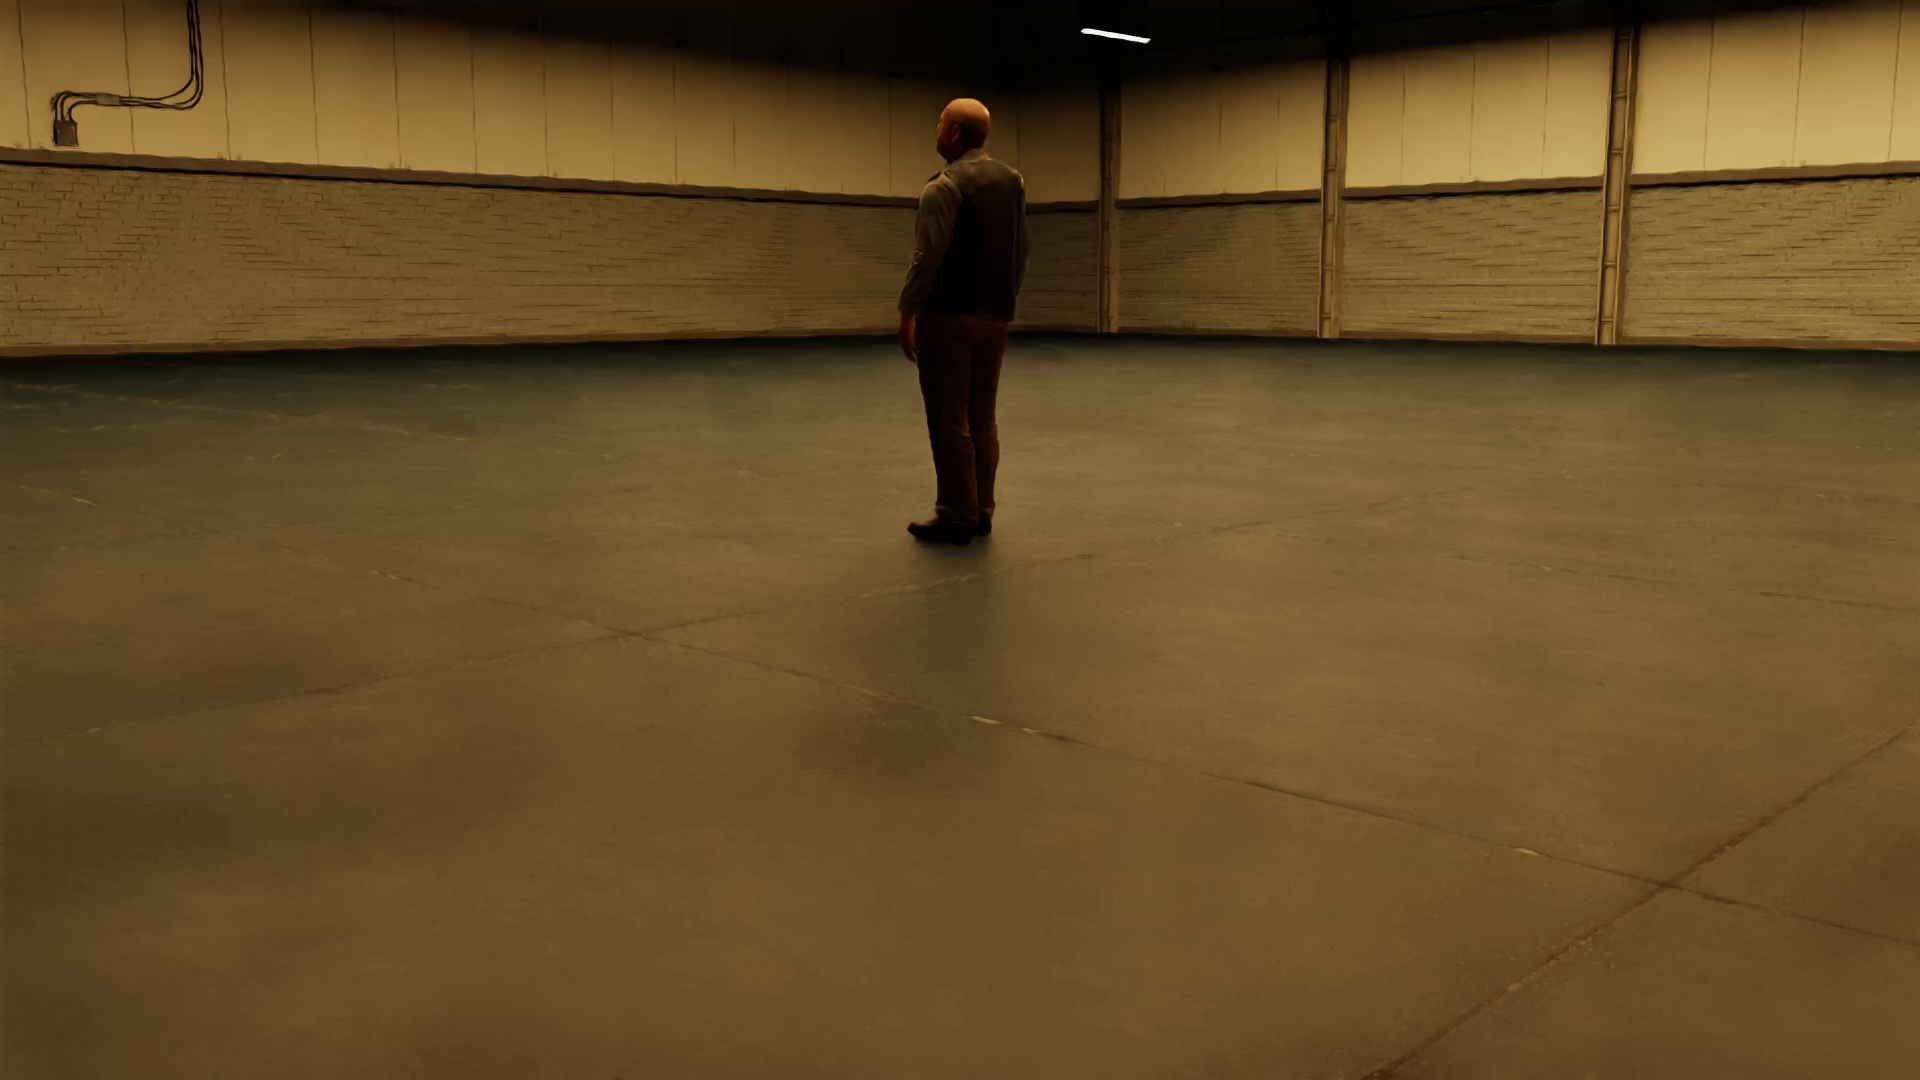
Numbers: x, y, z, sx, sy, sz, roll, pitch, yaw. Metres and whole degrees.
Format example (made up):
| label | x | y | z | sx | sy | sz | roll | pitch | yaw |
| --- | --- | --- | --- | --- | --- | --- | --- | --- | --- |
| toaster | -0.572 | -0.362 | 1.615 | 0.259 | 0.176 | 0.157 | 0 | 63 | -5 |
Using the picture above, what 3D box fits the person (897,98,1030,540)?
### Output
| label | x | y | z | sx | sy | sz | roll | pitch | yaw |
| --- | --- | --- | --- | --- | --- | --- | --- | --- | --- |
| person | -0.045 | -0.867 | 6.642 | 0.551 | 1.720 | 0.632 | 8 | 12 | 43 |
